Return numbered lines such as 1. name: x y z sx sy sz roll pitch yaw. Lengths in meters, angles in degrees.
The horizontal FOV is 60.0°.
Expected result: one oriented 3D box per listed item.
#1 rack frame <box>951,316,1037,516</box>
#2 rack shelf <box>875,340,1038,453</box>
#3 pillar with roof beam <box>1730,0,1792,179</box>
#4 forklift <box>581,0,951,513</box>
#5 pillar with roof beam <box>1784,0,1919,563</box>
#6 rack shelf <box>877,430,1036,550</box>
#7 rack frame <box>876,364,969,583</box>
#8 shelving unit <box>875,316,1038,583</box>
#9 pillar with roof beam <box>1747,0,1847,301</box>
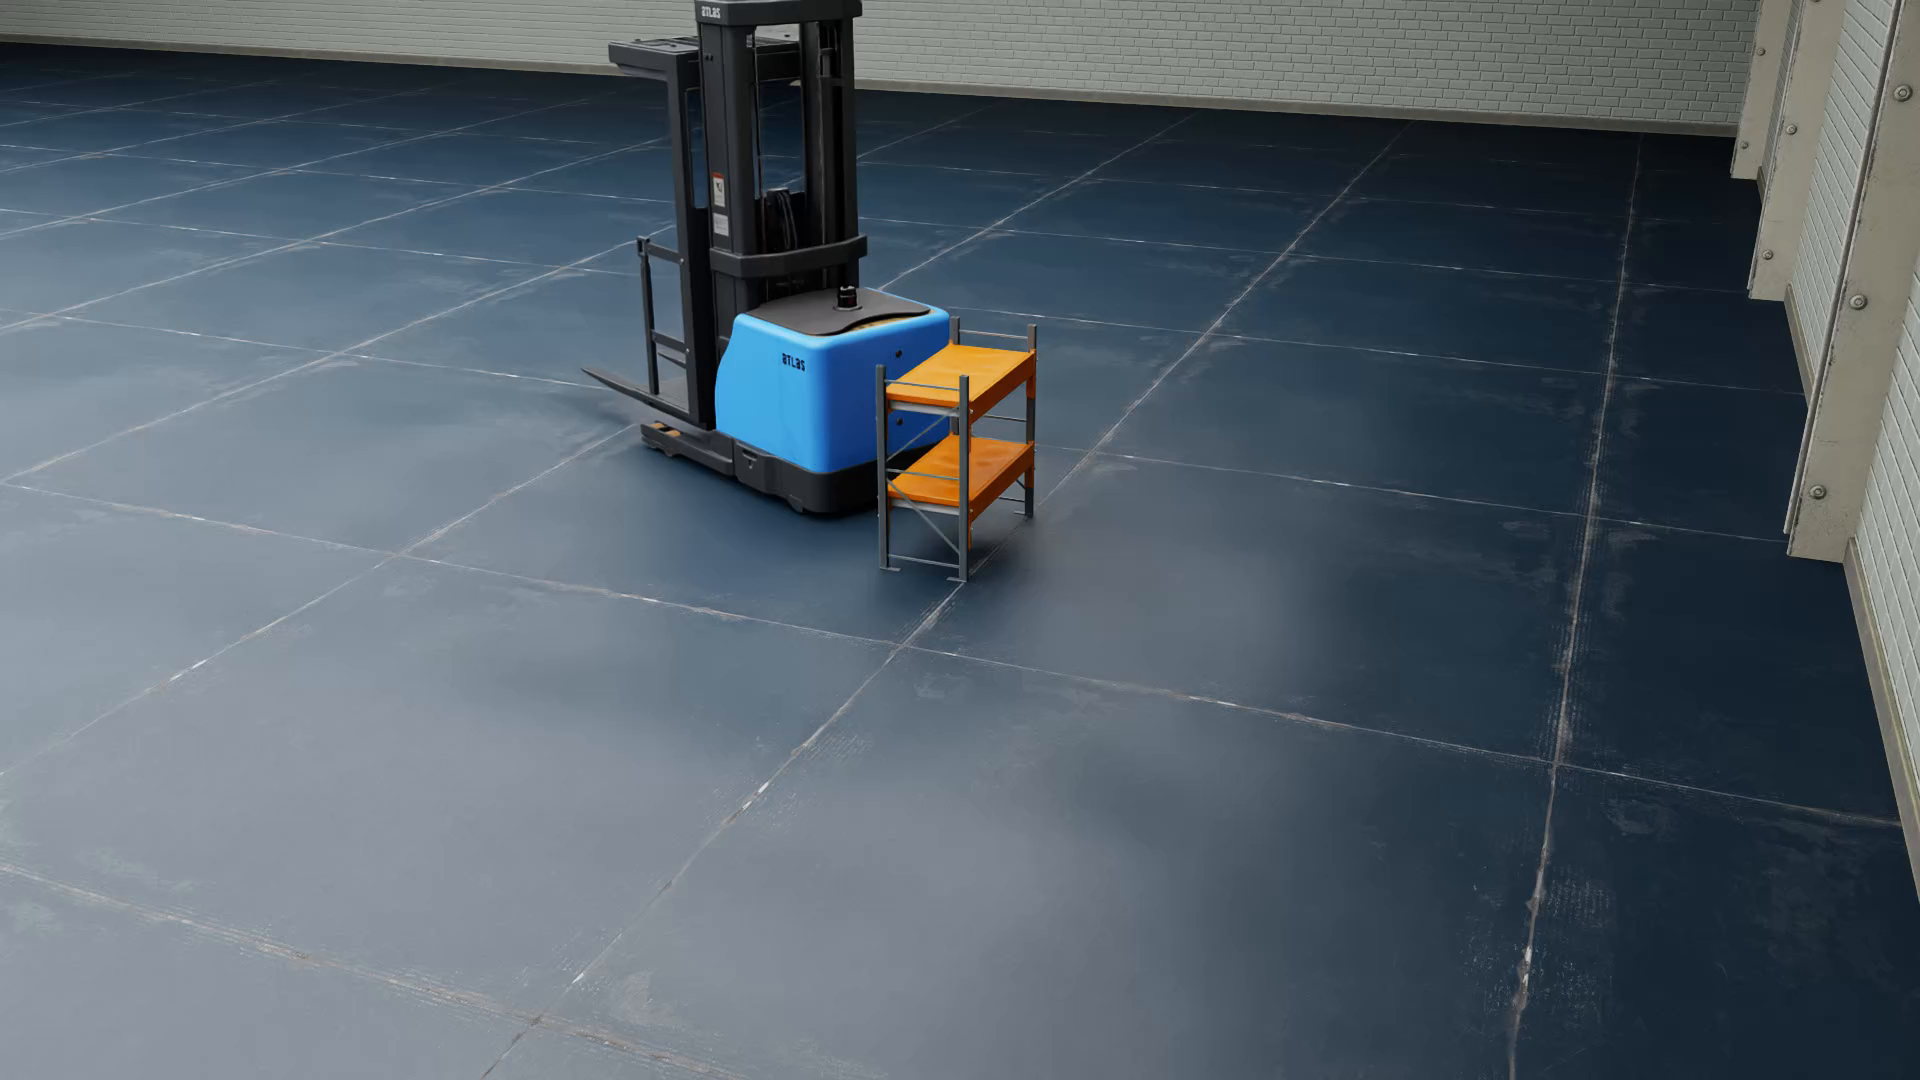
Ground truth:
1. rack frame: 0.186 -0.699 9.463 0.500 1.125 0.032 9 24 20
2. rack shelf: -0.003 -0.787 8.915 0.538 0.278 1.000 9 24 20
3. pillar with roof beam: 5.180 -9.027 19.187 9.100 9.000 0.400 9 24 20
4. forklift: -1.386 -1.993 10.218 1.130 2.935 3.031 -19 29 -38
5. pillar with roof beam: 0.723 -4.733 8.906 9.100 9.000 0.400 9 24 20
6. rack shelf: -0.003 -0.291 9.122 0.538 0.278 1.000 9 24 20
7. rack frame: -0.191 -0.335 8.592 0.500 1.125 0.032 9 24 20
8. shelving unit: -0.003 -0.517 9.027 0.538 1.125 1.048 9 24 20
9. pillar with roof beam: 2.952 -6.880 14.046 9.100 9.000 0.400 9 24 20
